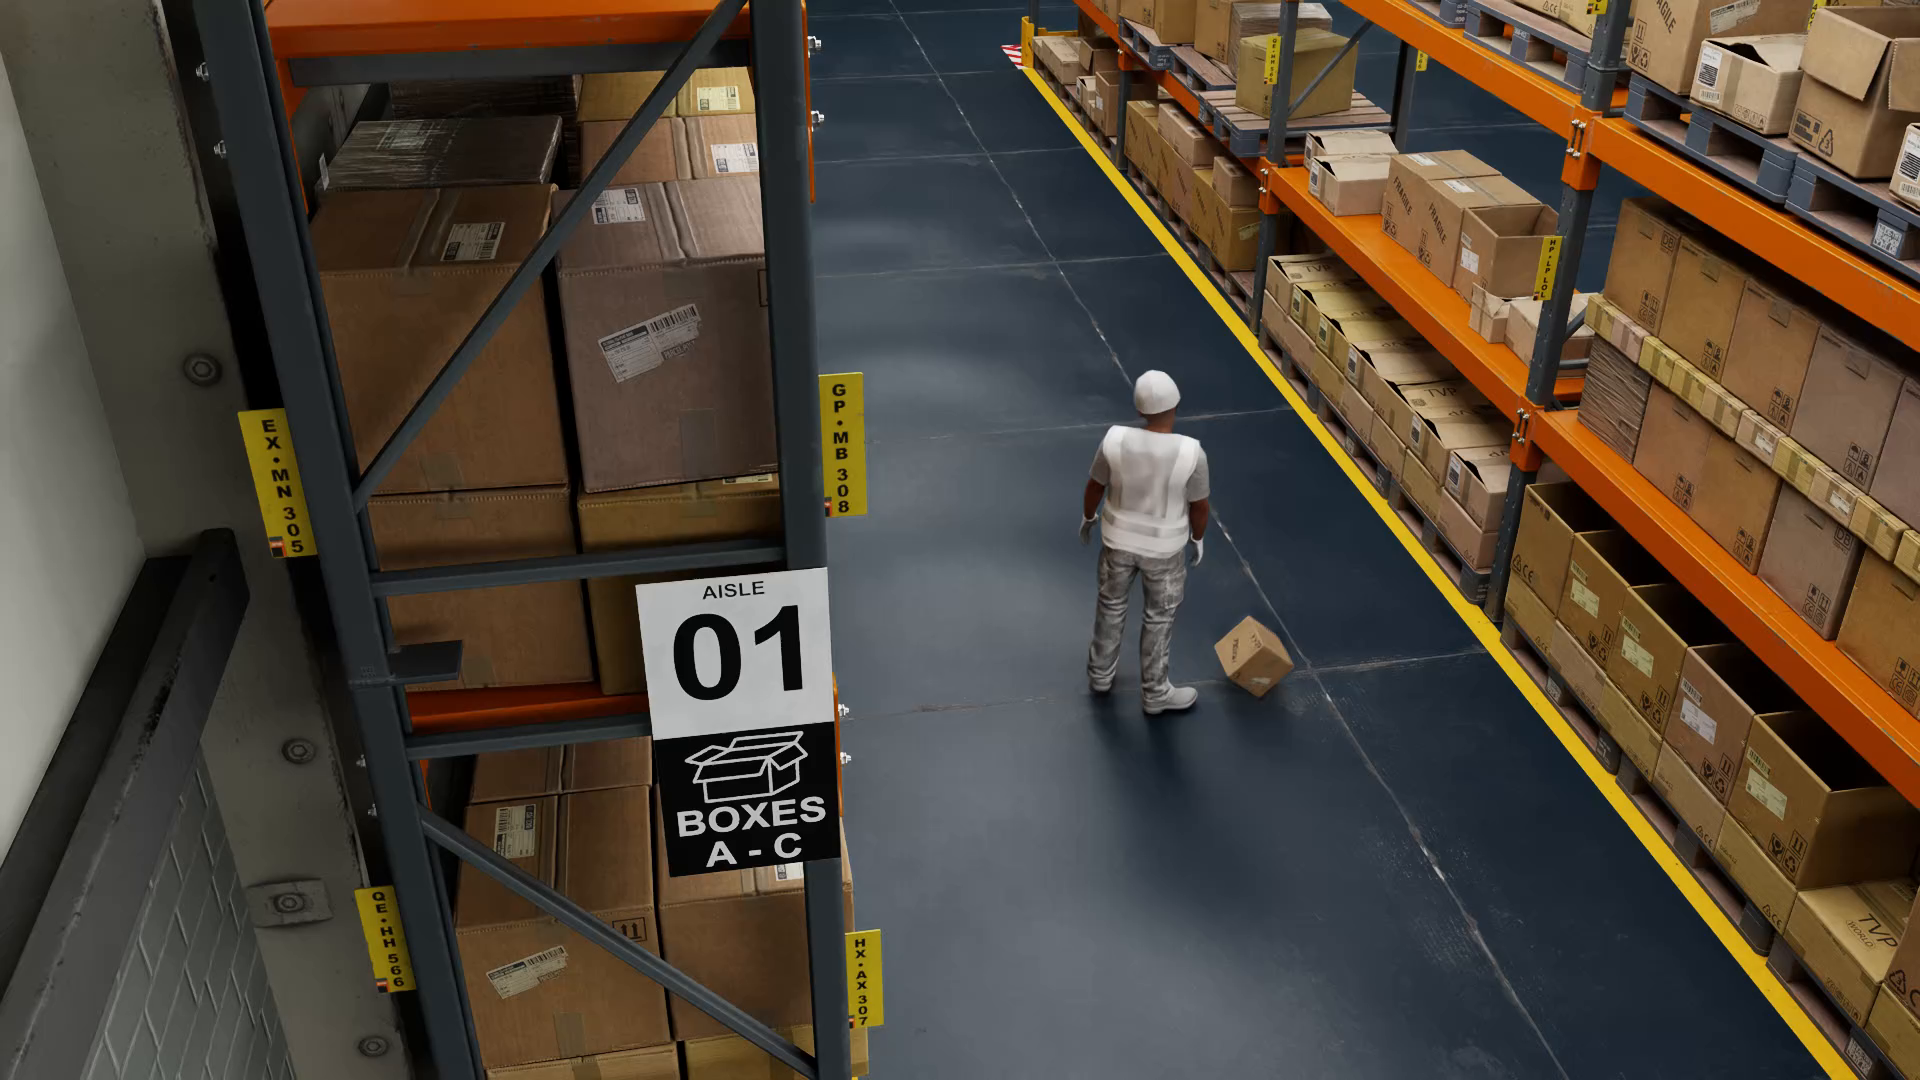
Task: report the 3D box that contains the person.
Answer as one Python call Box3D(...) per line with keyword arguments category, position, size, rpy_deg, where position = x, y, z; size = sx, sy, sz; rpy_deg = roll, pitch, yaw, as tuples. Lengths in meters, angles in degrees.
Box3D(category="person", position=(0.886, -0.006, 8.069), size=(0.663, 1.788, 0.398), rpy_deg=(11, 32, 18))
